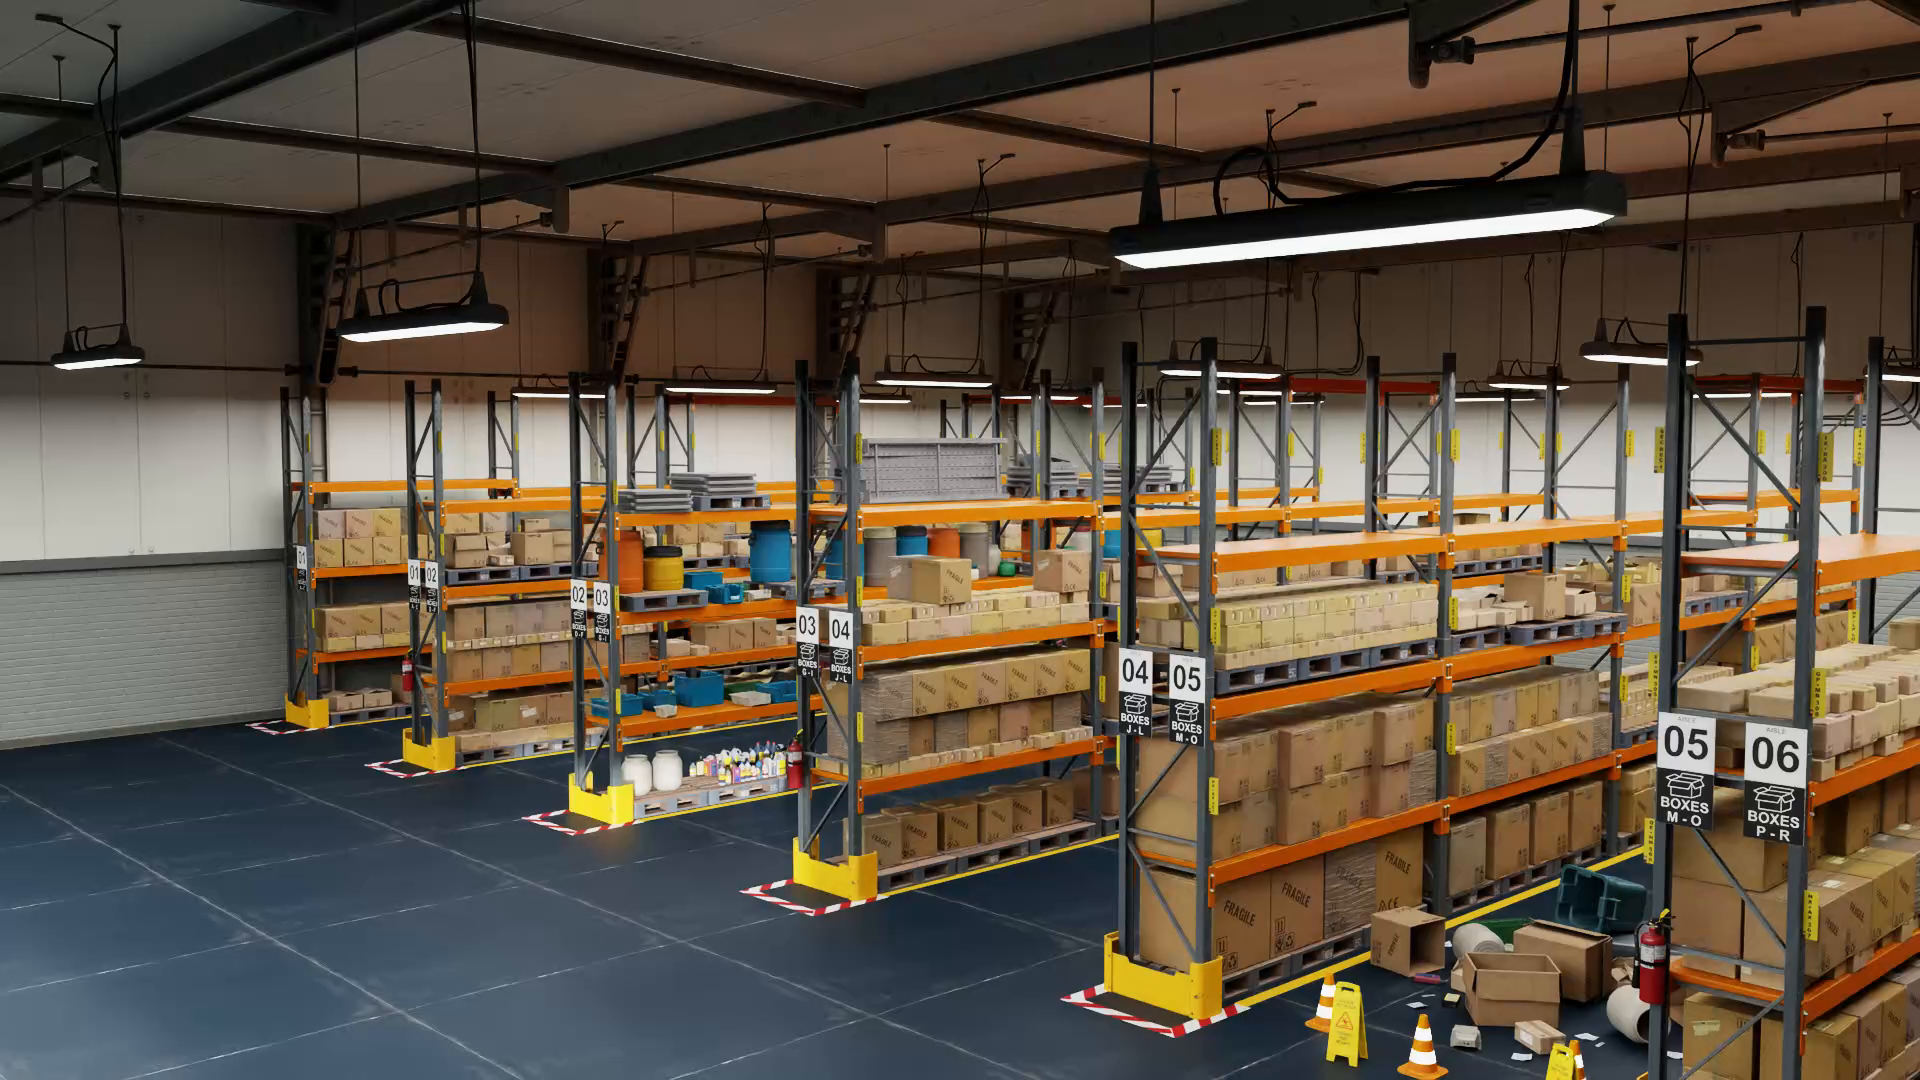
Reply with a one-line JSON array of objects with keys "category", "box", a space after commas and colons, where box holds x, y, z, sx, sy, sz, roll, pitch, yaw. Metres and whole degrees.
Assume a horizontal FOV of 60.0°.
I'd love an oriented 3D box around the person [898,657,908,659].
[{"category": "person", "box": [-0.767, 2.604, 28.986, 0.768, 1.414, 0.561, -2, 4, -26]}]
